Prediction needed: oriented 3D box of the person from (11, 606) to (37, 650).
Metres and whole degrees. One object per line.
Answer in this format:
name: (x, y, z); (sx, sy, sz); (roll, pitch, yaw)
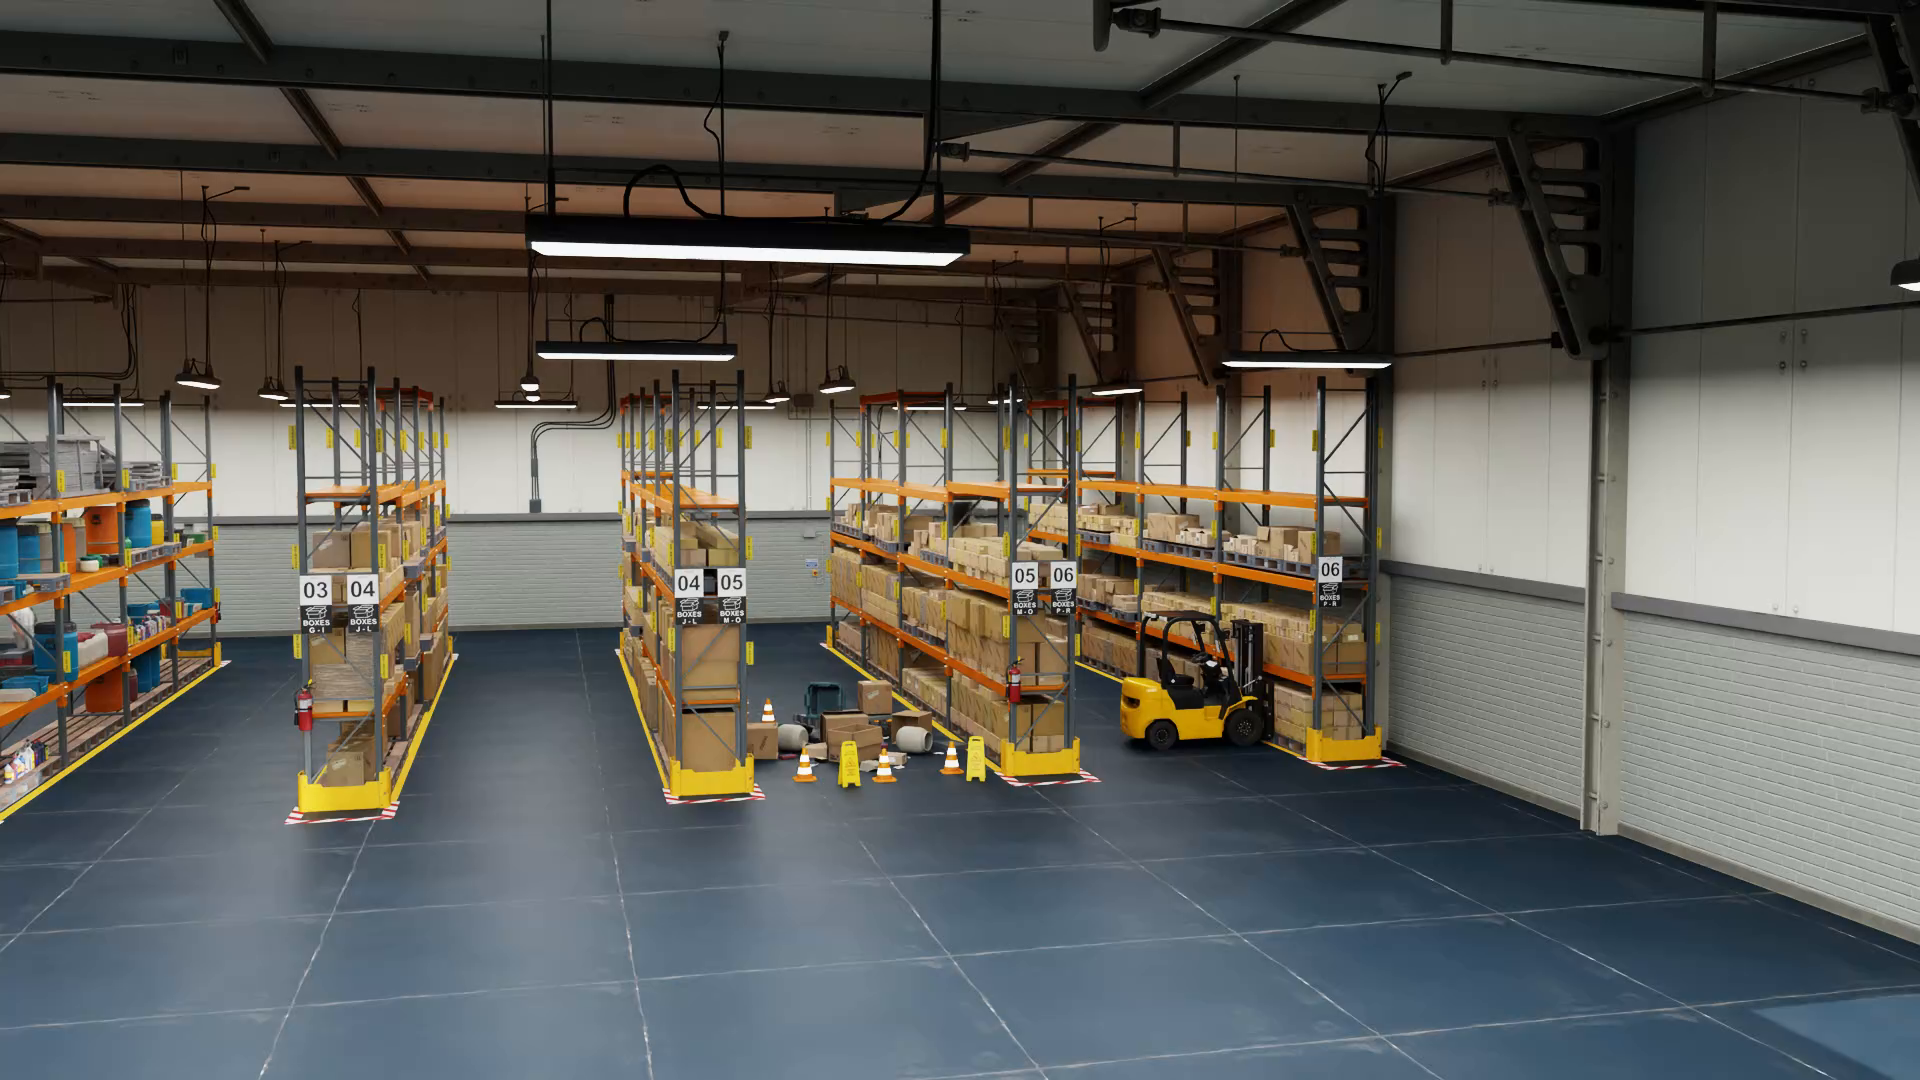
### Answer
person: (-20.585, 1.963, 36.530); (0.913, 1.716, 0.581); (2, 4, 28)
